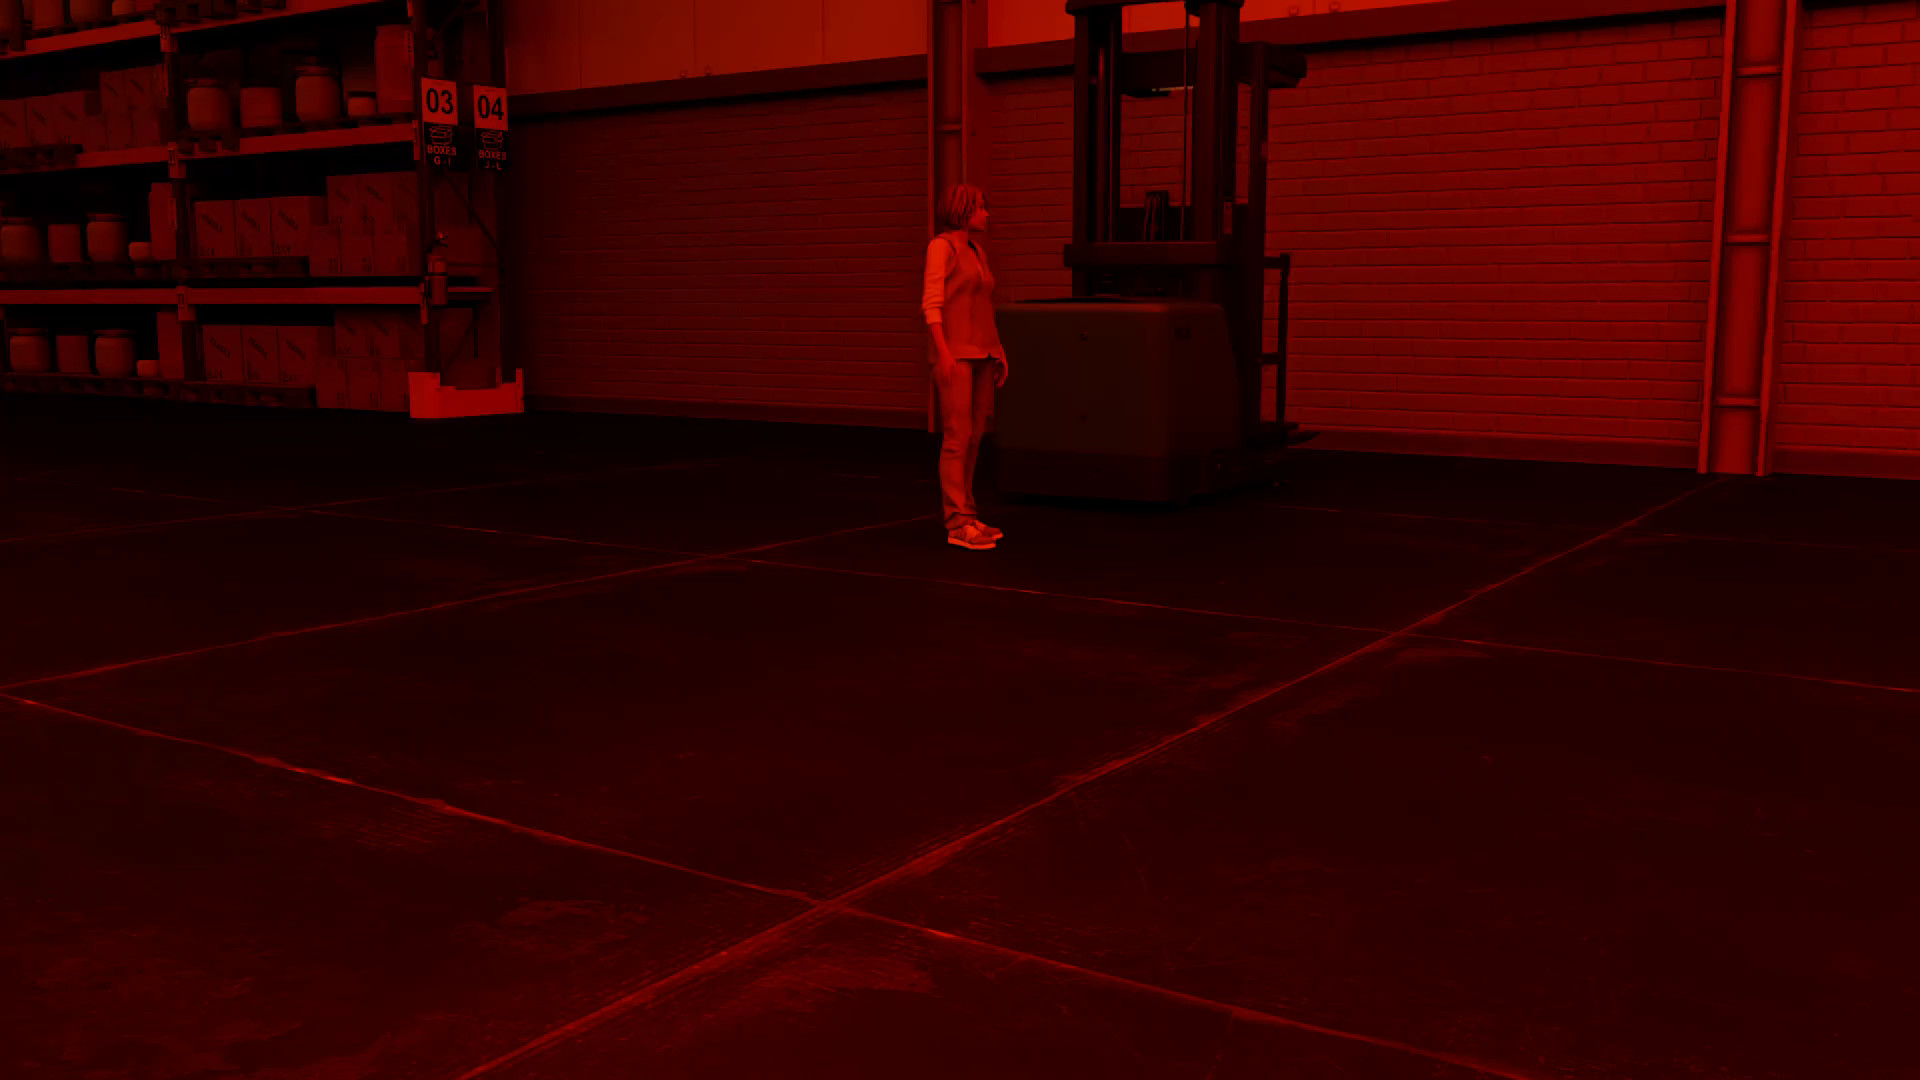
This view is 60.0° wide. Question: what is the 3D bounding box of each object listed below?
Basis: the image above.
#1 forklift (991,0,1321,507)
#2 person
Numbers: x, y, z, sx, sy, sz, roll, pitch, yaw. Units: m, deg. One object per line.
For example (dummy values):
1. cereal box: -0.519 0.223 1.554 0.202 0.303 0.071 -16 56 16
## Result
1. forklift: 1.347 -1.789 9.770 1.130 2.935 3.031 5 9 30
2. person: 0.074 -0.781 7.445 0.434 1.592 0.541 4 9 29
